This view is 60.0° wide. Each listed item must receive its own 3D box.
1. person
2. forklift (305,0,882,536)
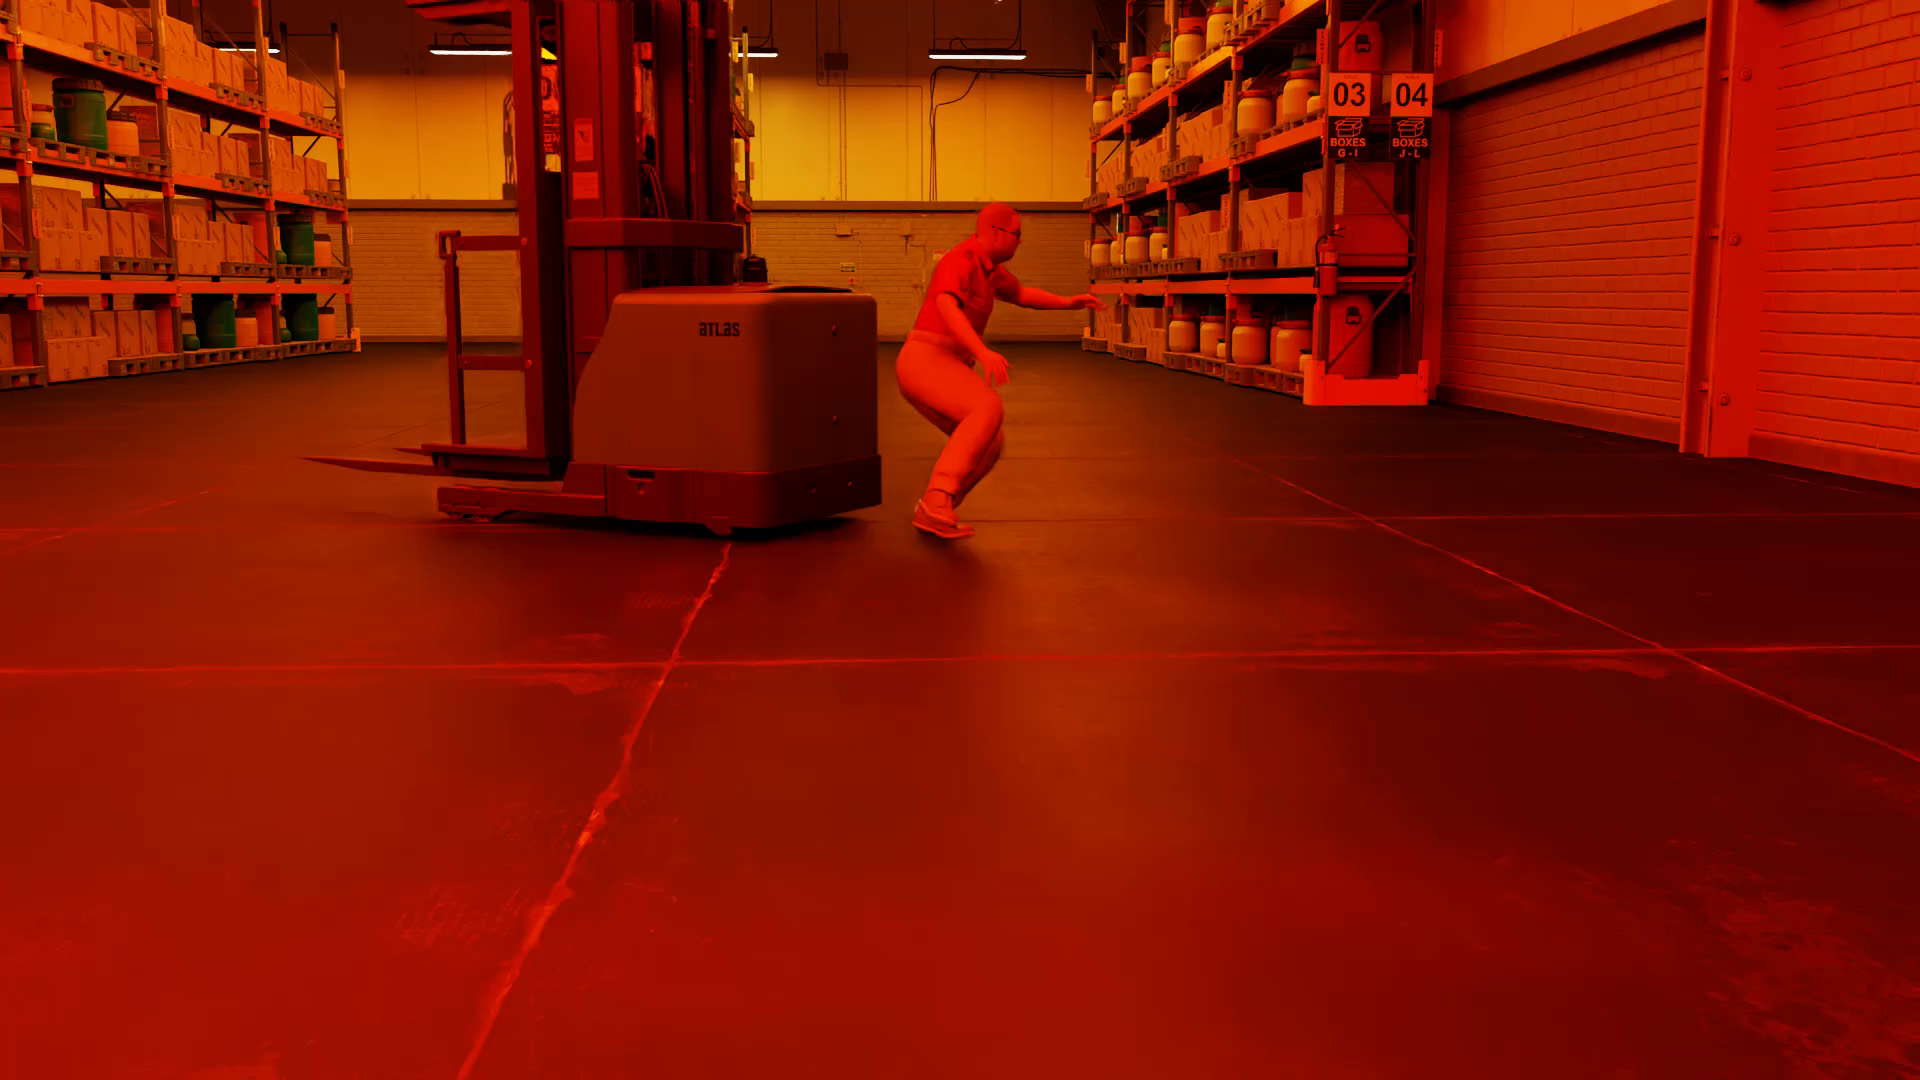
[{"bbox_3d":[0.152,-0.752,7.416,0.935,1.493,1.194,1,9,7],"label":"person"},{"bbox_3d":[-1.924,-1.596,8.080,3.031,2.935,1.130,4,10,28],"label":"forklift"}]
